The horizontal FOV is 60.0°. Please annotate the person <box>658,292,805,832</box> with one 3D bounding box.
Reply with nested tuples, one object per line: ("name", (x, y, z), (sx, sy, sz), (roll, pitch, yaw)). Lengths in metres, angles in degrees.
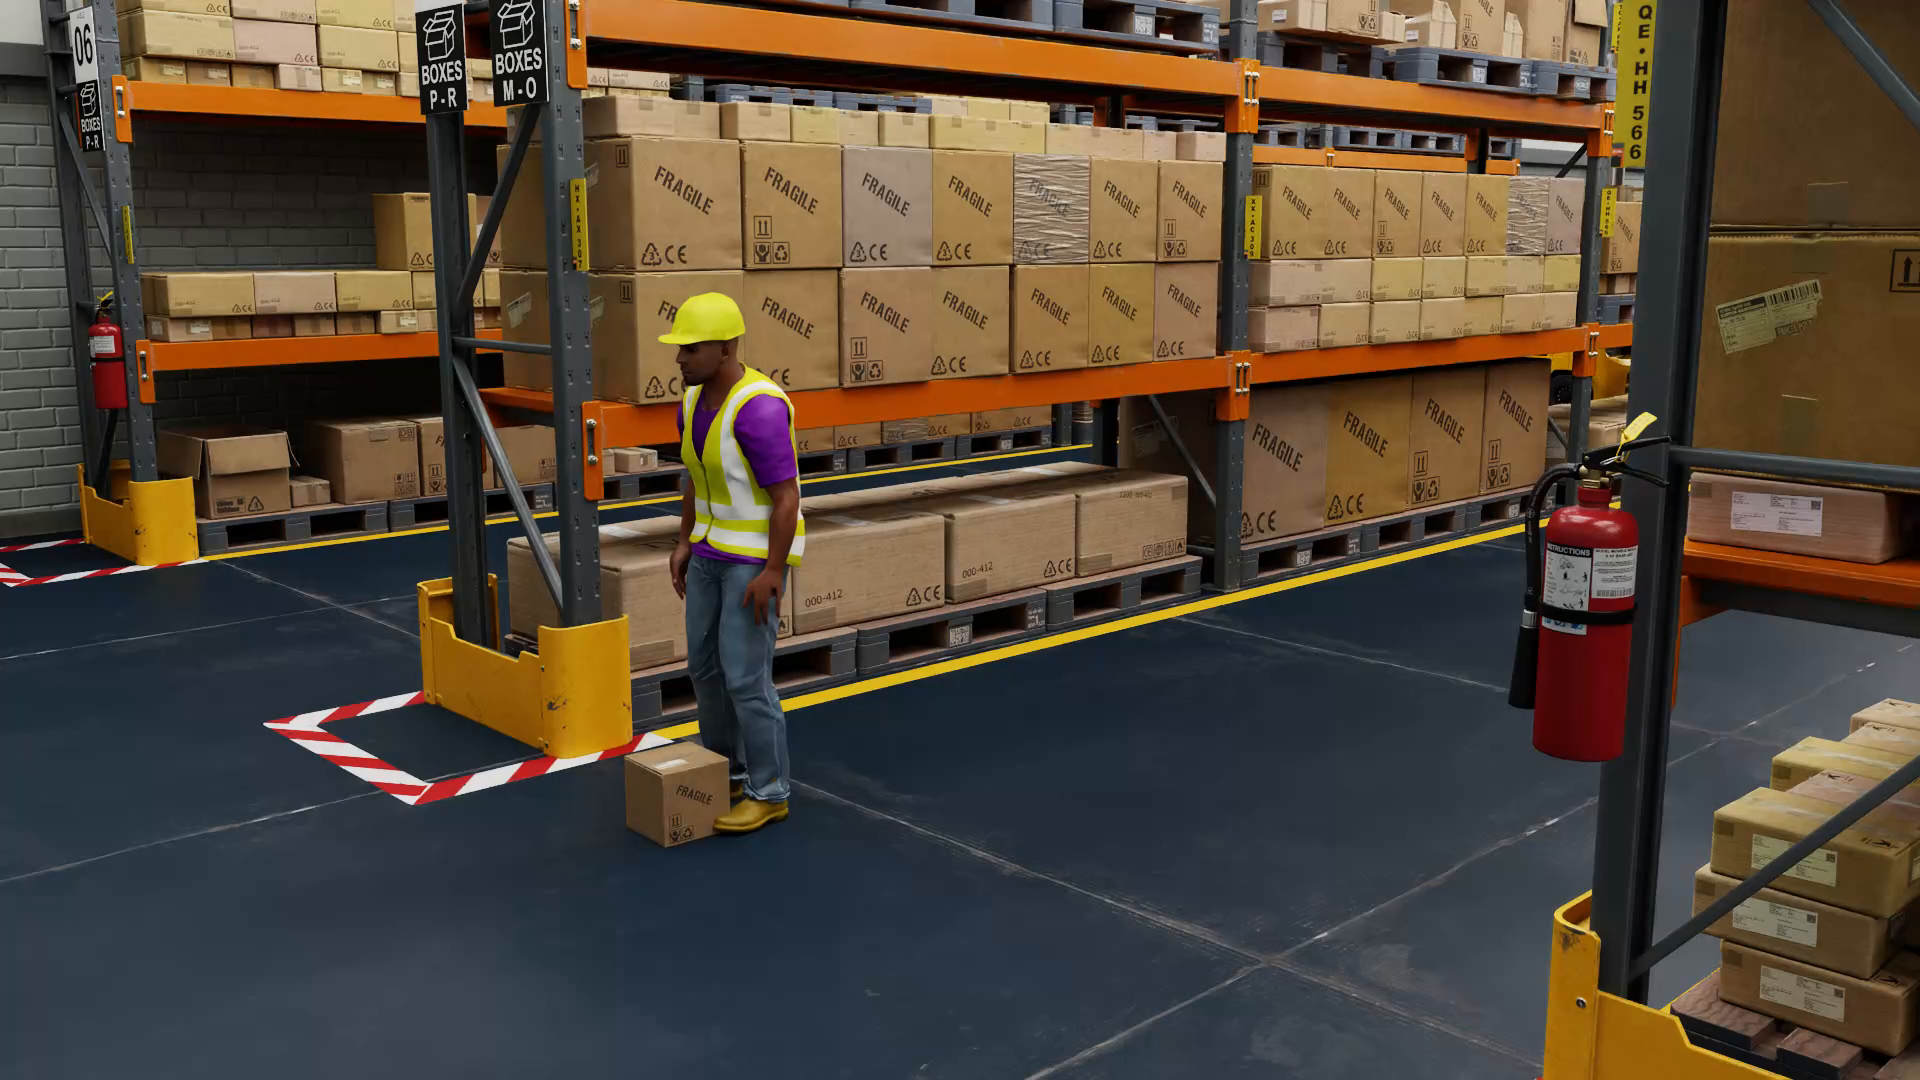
("person", (-0.766, 0.068, 5.498), (0.462, 1.761, 0.628), (-8, 13, -37))
